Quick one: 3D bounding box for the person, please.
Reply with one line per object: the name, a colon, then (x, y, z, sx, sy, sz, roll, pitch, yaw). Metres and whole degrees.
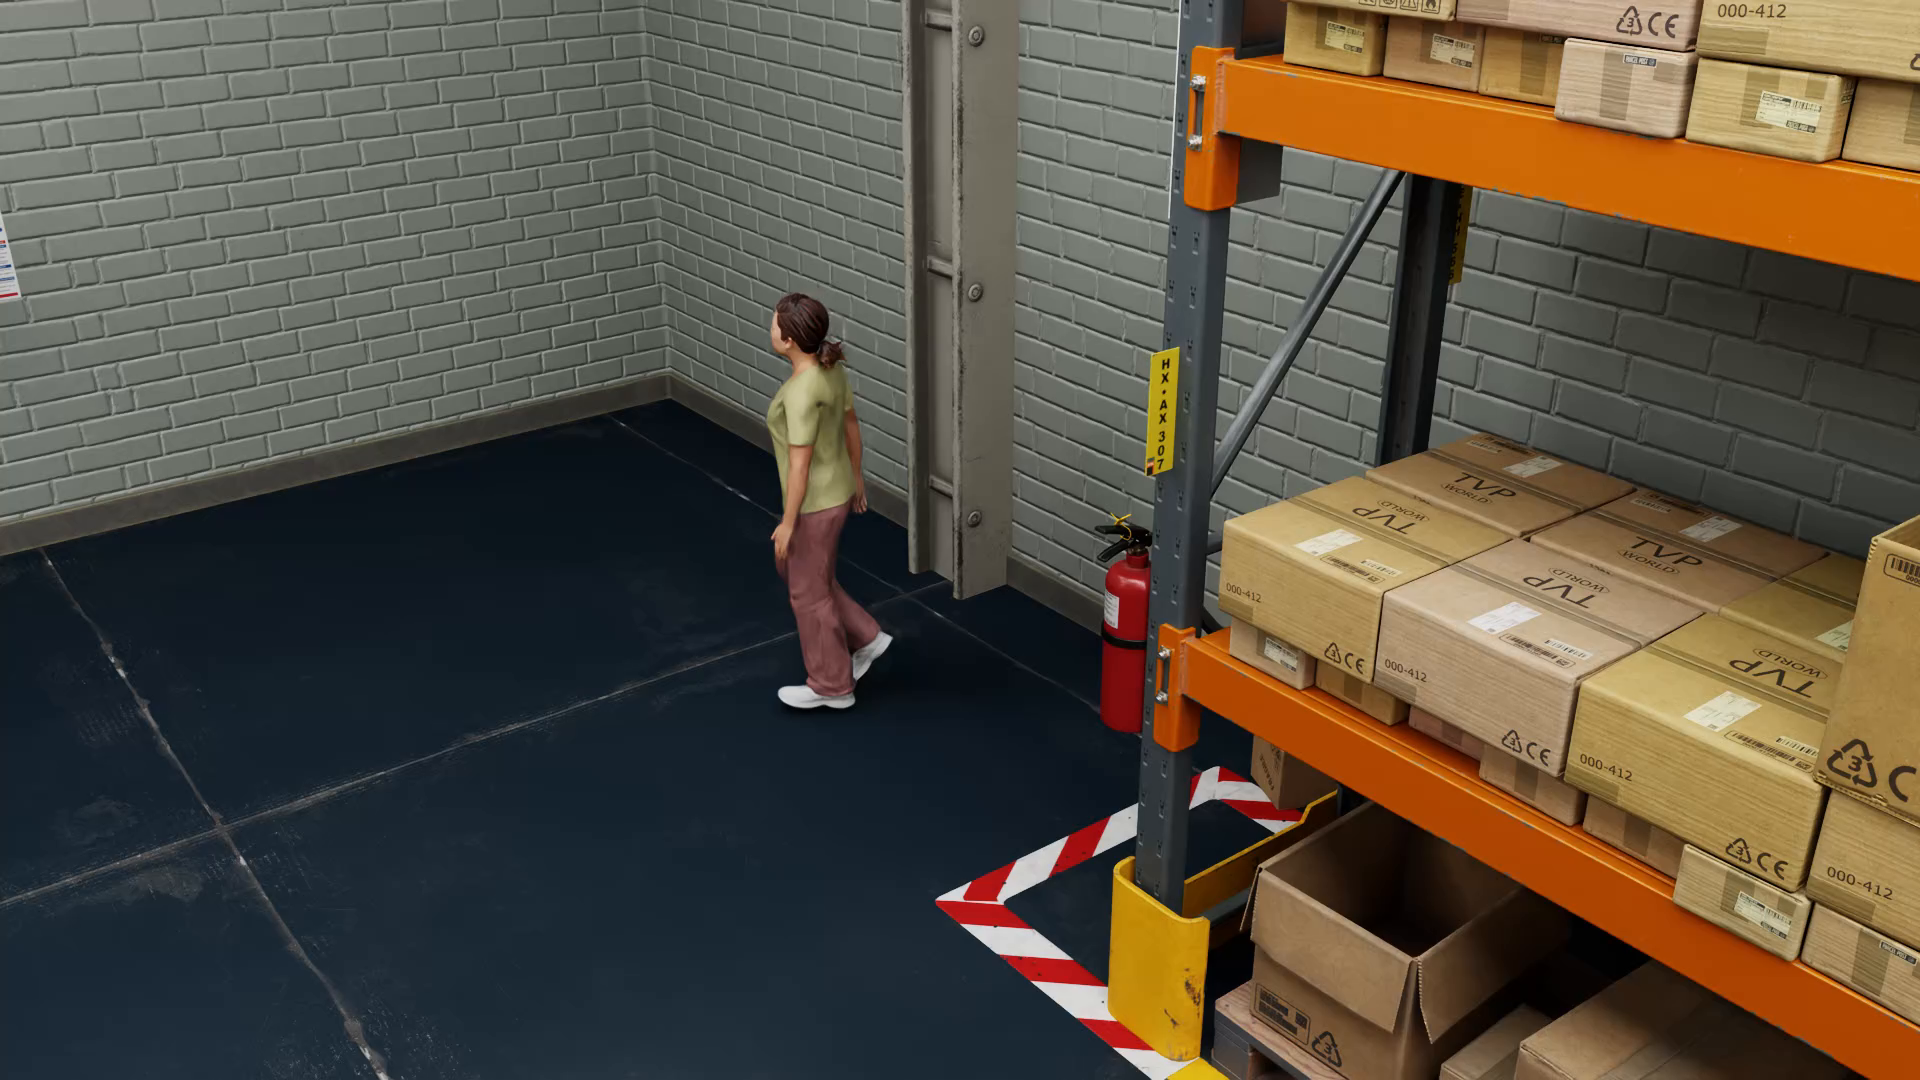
person: (-0.519, -0.021, 6.398, 0.482, 1.411, 0.500, 5, 25, 11)
